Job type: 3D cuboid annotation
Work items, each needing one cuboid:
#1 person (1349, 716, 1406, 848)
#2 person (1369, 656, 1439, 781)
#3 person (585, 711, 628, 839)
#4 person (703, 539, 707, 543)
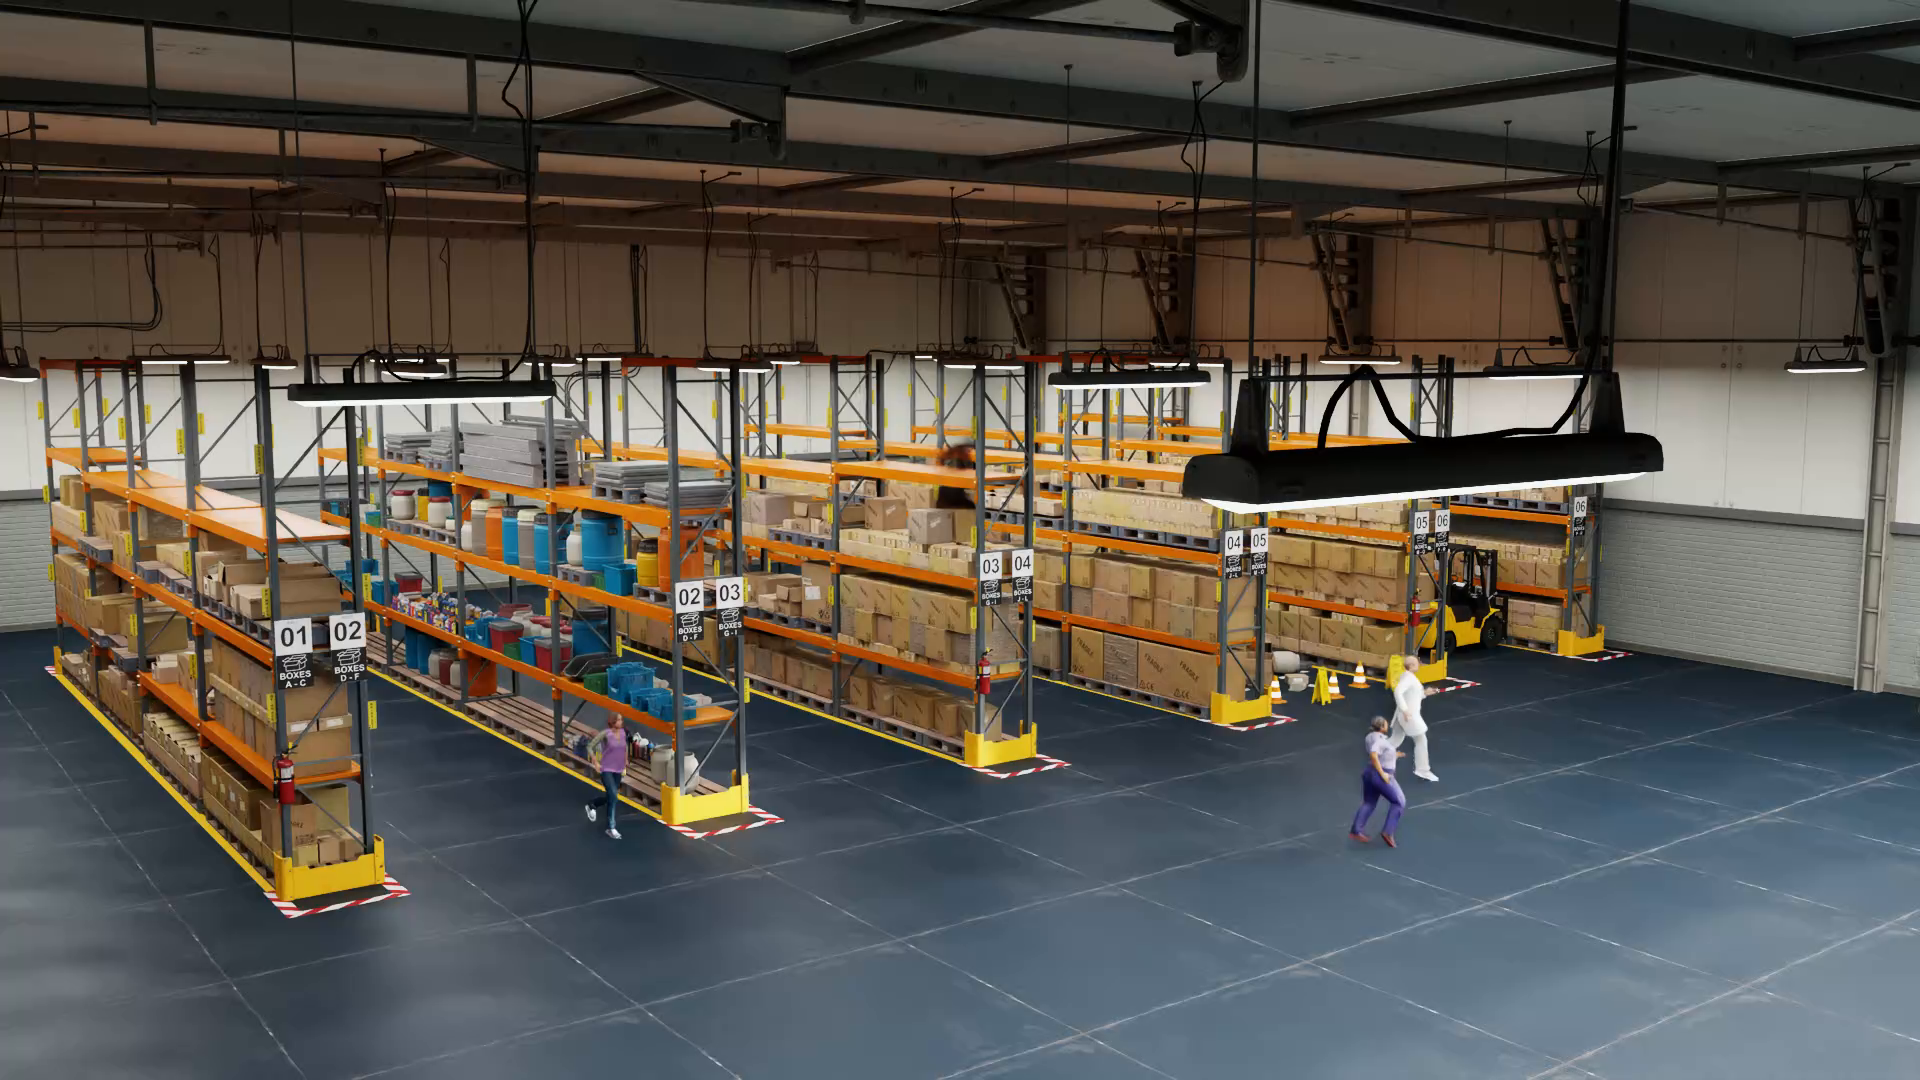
[{"bbox_3d":[5.257,3.039,20.828,0.706,1.685,0.574,-2,7,-18],"label":"person"},{"bbox_3d":[6.400,2.562,23.889,0.991,1.812,0.680,0,7,-2],"label":"person"},{"bbox_3d":[-4.538,3.002,21.499,0.777,1.568,0.576,6,9,39],"label":"person"},{"bbox_3d":[-6.335,0.760,39.826,0.715,1.593,0.613,-3,7,-22],"label":"person"}]
